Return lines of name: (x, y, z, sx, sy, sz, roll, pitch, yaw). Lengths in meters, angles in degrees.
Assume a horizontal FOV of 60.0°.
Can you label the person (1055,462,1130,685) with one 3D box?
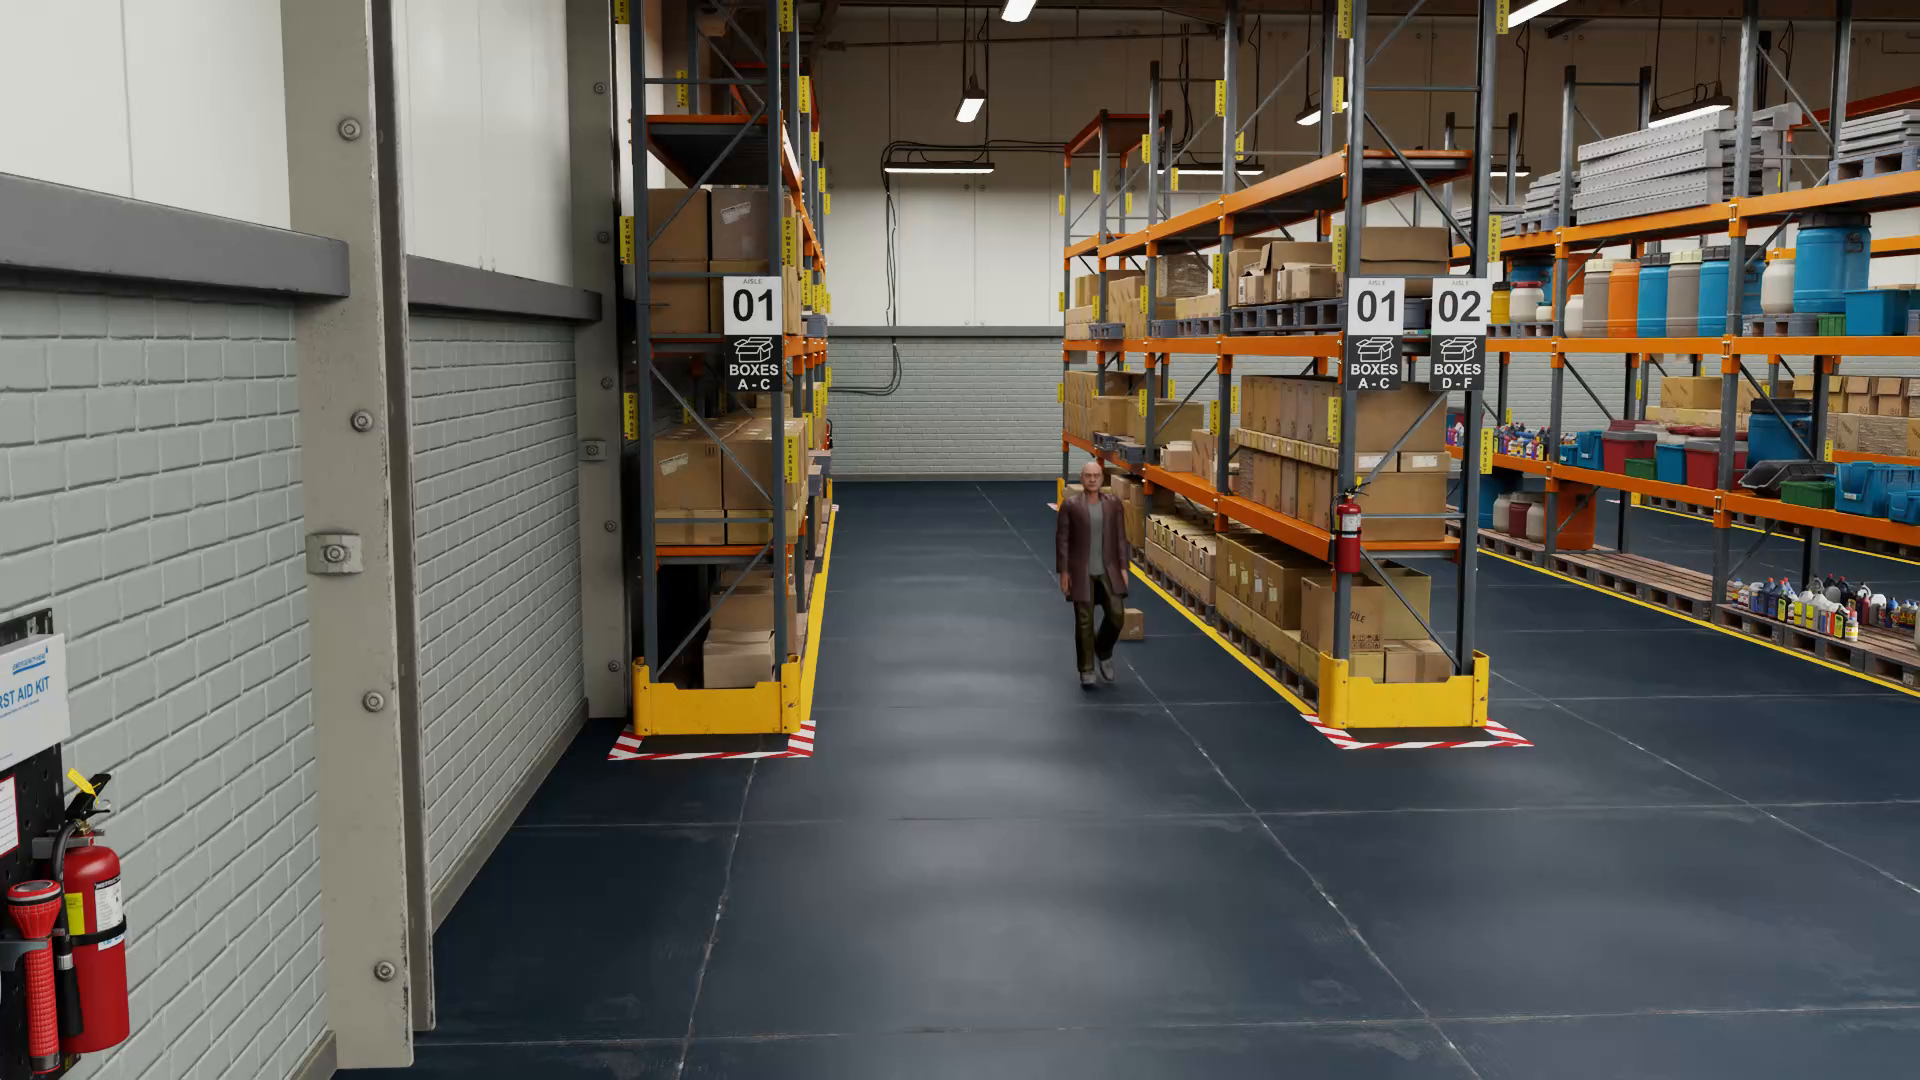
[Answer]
person: (1.068, 0.268, 13.283, 0.613, 1.782, 0.514, -1, 7, -5)
